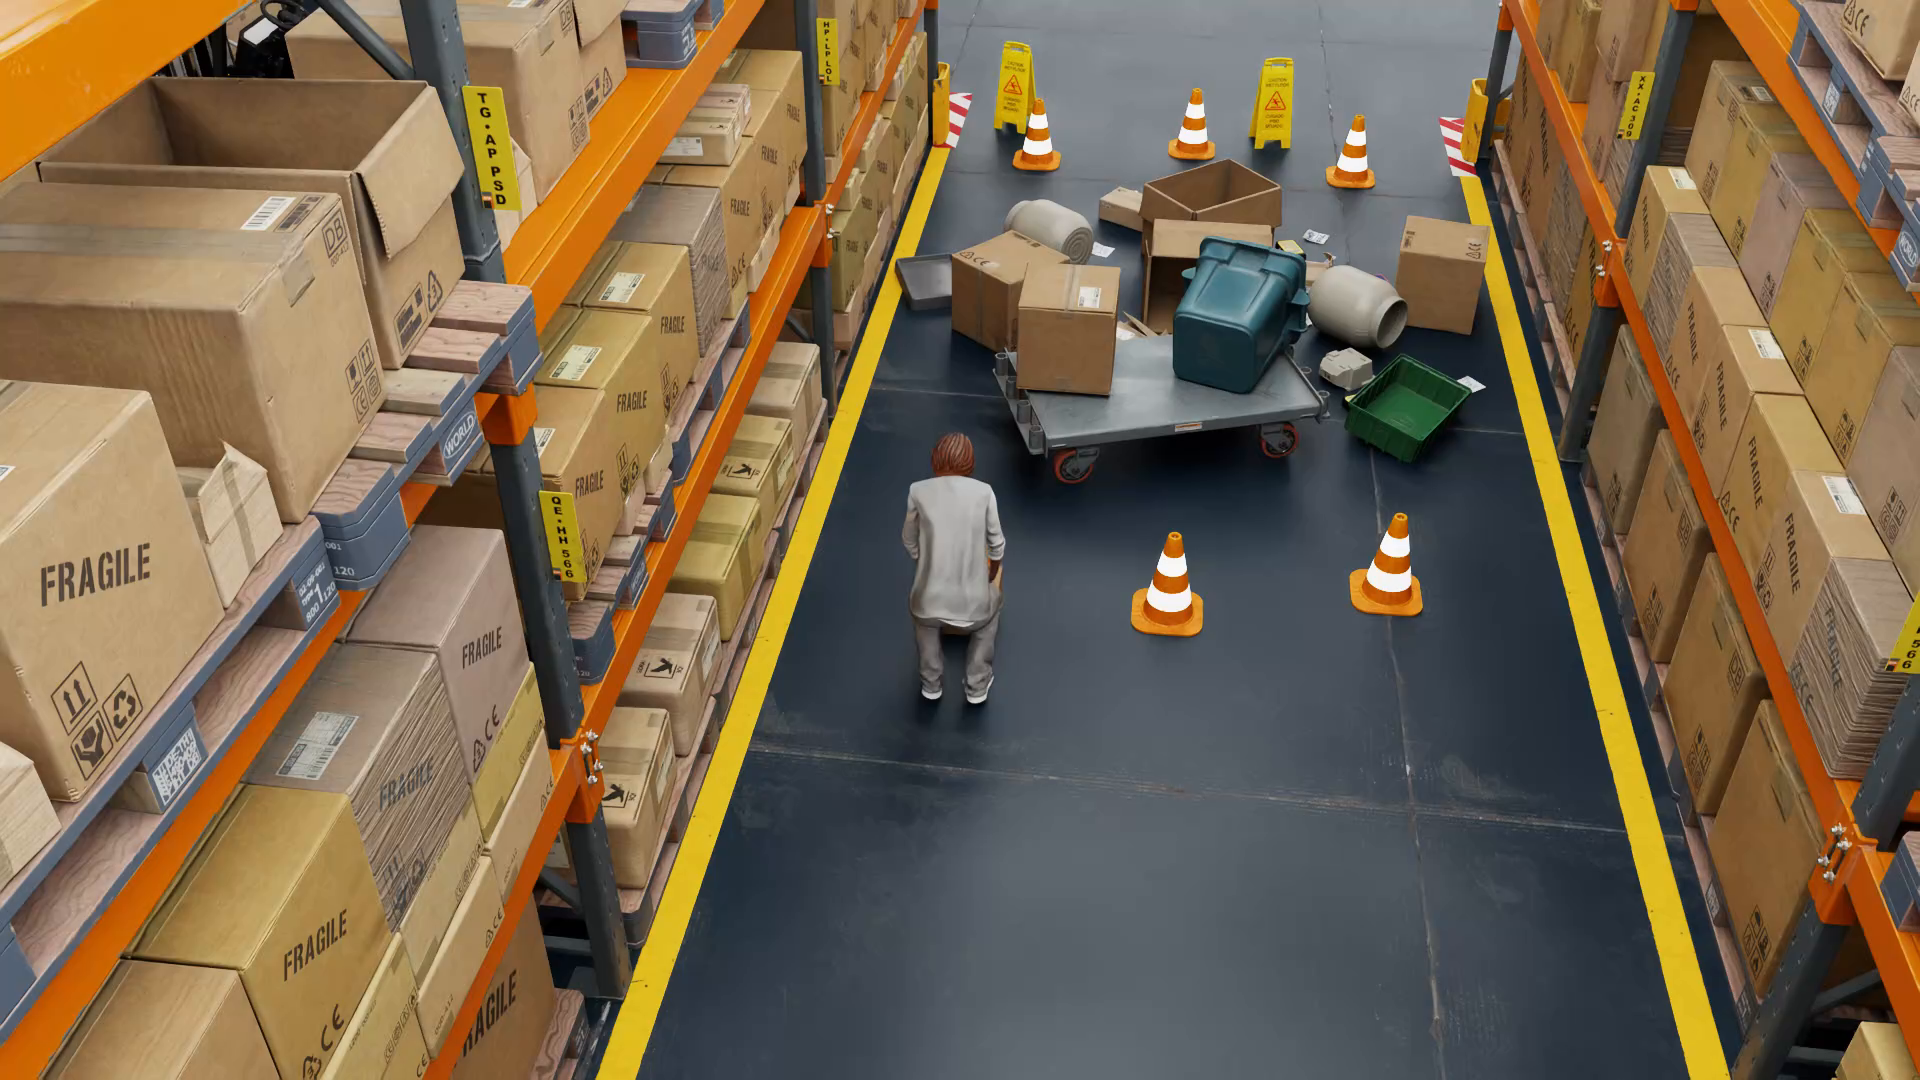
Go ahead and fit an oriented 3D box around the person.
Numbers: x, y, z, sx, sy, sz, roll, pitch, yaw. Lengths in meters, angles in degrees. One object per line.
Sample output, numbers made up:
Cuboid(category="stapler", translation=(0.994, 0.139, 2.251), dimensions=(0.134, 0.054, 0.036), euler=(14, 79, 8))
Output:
Cuboid(category="person", translation=(-0.045, 0.167, 7.216), dimensions=(0.462, 1.129, 0.736), euler=(4, 37, 6))
